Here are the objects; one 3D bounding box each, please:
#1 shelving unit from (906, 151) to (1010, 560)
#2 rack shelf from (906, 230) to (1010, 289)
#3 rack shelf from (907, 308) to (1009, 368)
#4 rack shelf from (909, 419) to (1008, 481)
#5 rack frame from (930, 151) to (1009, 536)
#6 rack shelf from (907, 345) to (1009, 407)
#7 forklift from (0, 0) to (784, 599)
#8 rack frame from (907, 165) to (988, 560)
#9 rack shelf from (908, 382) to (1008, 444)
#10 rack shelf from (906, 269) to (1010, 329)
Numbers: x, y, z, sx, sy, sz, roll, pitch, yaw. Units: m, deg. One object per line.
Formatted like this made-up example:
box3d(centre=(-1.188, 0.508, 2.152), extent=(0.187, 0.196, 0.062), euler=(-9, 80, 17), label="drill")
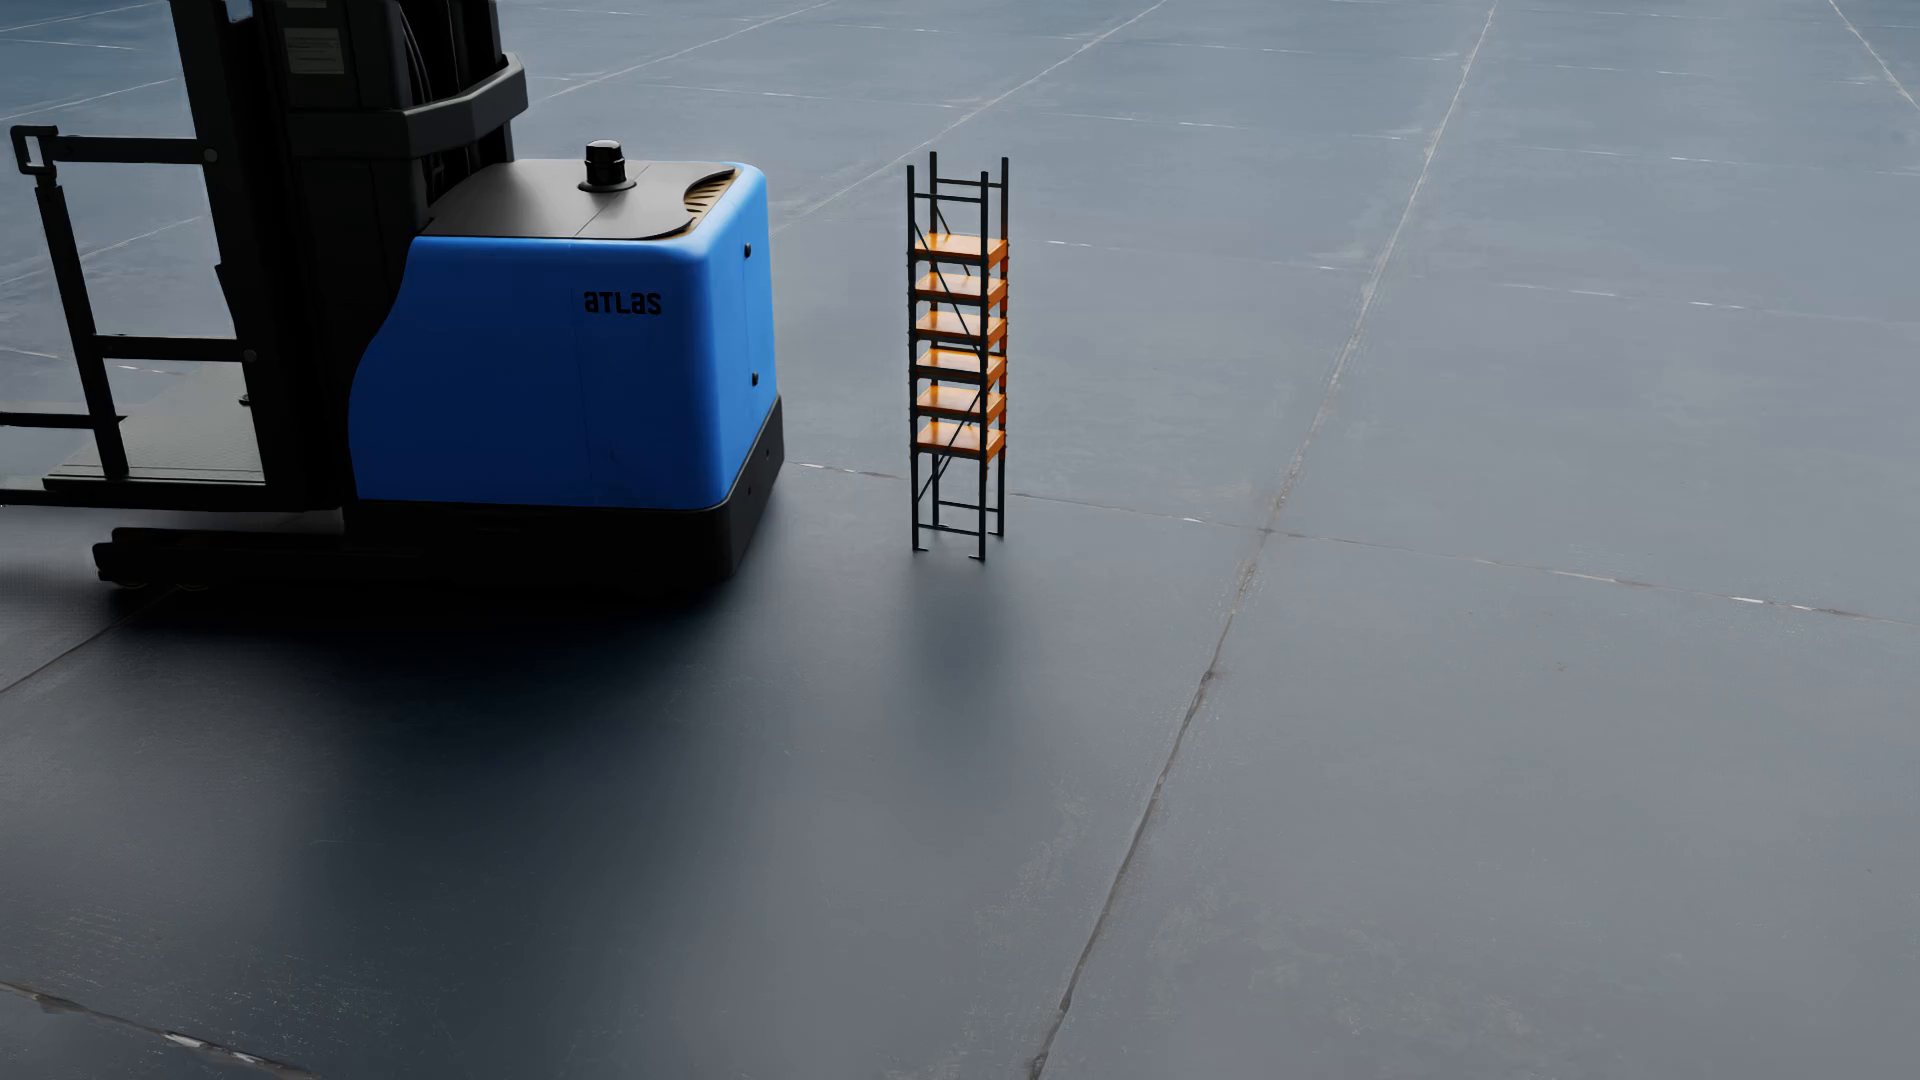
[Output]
box3d(centre=(-0.005, -0.534, 4.976), extent=(0.258, 1.200, 0.189), euler=(9, 27, 17), label="shelving unit")
box3d(centre=(-0.005, -0.818, 4.839), extent=(0.258, 0.103, 0.180), euler=(9, 27, 17), label="rack shelf")
box3d(centre=(-0.005, -0.602, 4.943), extent=(0.258, 0.103, 0.180), euler=(9, 27, 17), label="rack shelf")
box3d(centre=(-0.005, -0.278, 5.100), extent=(0.258, 0.103, 0.180), euler=(9, 27, 17), label="rack shelf")
box3d(centre=(0.026, -0.572, 5.054), extent=(0.240, 1.200, 0.006), euler=(9, 27, 17), label="rack frame")
box3d(centre=(-0.005, -0.494, 4.996), extent=(0.258, 0.103, 0.180), euler=(9, 27, 17), label="rack shelf")
box3d(centre=(-2.140, -1.393, 4.764), extent=(3.031, 2.935, 1.130), euler=(2, 26, 4), label="forklift")
box3d(centre=(-0.035, -0.496, 4.899), extent=(0.240, 1.200, 0.006), euler=(9, 27, 17), label="rack frame")
box3d(centre=(-0.005, -0.386, 5.048), extent=(0.258, 0.103, 0.180), euler=(9, 27, 17), label="rack shelf")
box3d(centre=(-0.005, -0.710, 4.891), extent=(0.258, 0.103, 0.180), euler=(9, 27, 17), label="rack shelf")
